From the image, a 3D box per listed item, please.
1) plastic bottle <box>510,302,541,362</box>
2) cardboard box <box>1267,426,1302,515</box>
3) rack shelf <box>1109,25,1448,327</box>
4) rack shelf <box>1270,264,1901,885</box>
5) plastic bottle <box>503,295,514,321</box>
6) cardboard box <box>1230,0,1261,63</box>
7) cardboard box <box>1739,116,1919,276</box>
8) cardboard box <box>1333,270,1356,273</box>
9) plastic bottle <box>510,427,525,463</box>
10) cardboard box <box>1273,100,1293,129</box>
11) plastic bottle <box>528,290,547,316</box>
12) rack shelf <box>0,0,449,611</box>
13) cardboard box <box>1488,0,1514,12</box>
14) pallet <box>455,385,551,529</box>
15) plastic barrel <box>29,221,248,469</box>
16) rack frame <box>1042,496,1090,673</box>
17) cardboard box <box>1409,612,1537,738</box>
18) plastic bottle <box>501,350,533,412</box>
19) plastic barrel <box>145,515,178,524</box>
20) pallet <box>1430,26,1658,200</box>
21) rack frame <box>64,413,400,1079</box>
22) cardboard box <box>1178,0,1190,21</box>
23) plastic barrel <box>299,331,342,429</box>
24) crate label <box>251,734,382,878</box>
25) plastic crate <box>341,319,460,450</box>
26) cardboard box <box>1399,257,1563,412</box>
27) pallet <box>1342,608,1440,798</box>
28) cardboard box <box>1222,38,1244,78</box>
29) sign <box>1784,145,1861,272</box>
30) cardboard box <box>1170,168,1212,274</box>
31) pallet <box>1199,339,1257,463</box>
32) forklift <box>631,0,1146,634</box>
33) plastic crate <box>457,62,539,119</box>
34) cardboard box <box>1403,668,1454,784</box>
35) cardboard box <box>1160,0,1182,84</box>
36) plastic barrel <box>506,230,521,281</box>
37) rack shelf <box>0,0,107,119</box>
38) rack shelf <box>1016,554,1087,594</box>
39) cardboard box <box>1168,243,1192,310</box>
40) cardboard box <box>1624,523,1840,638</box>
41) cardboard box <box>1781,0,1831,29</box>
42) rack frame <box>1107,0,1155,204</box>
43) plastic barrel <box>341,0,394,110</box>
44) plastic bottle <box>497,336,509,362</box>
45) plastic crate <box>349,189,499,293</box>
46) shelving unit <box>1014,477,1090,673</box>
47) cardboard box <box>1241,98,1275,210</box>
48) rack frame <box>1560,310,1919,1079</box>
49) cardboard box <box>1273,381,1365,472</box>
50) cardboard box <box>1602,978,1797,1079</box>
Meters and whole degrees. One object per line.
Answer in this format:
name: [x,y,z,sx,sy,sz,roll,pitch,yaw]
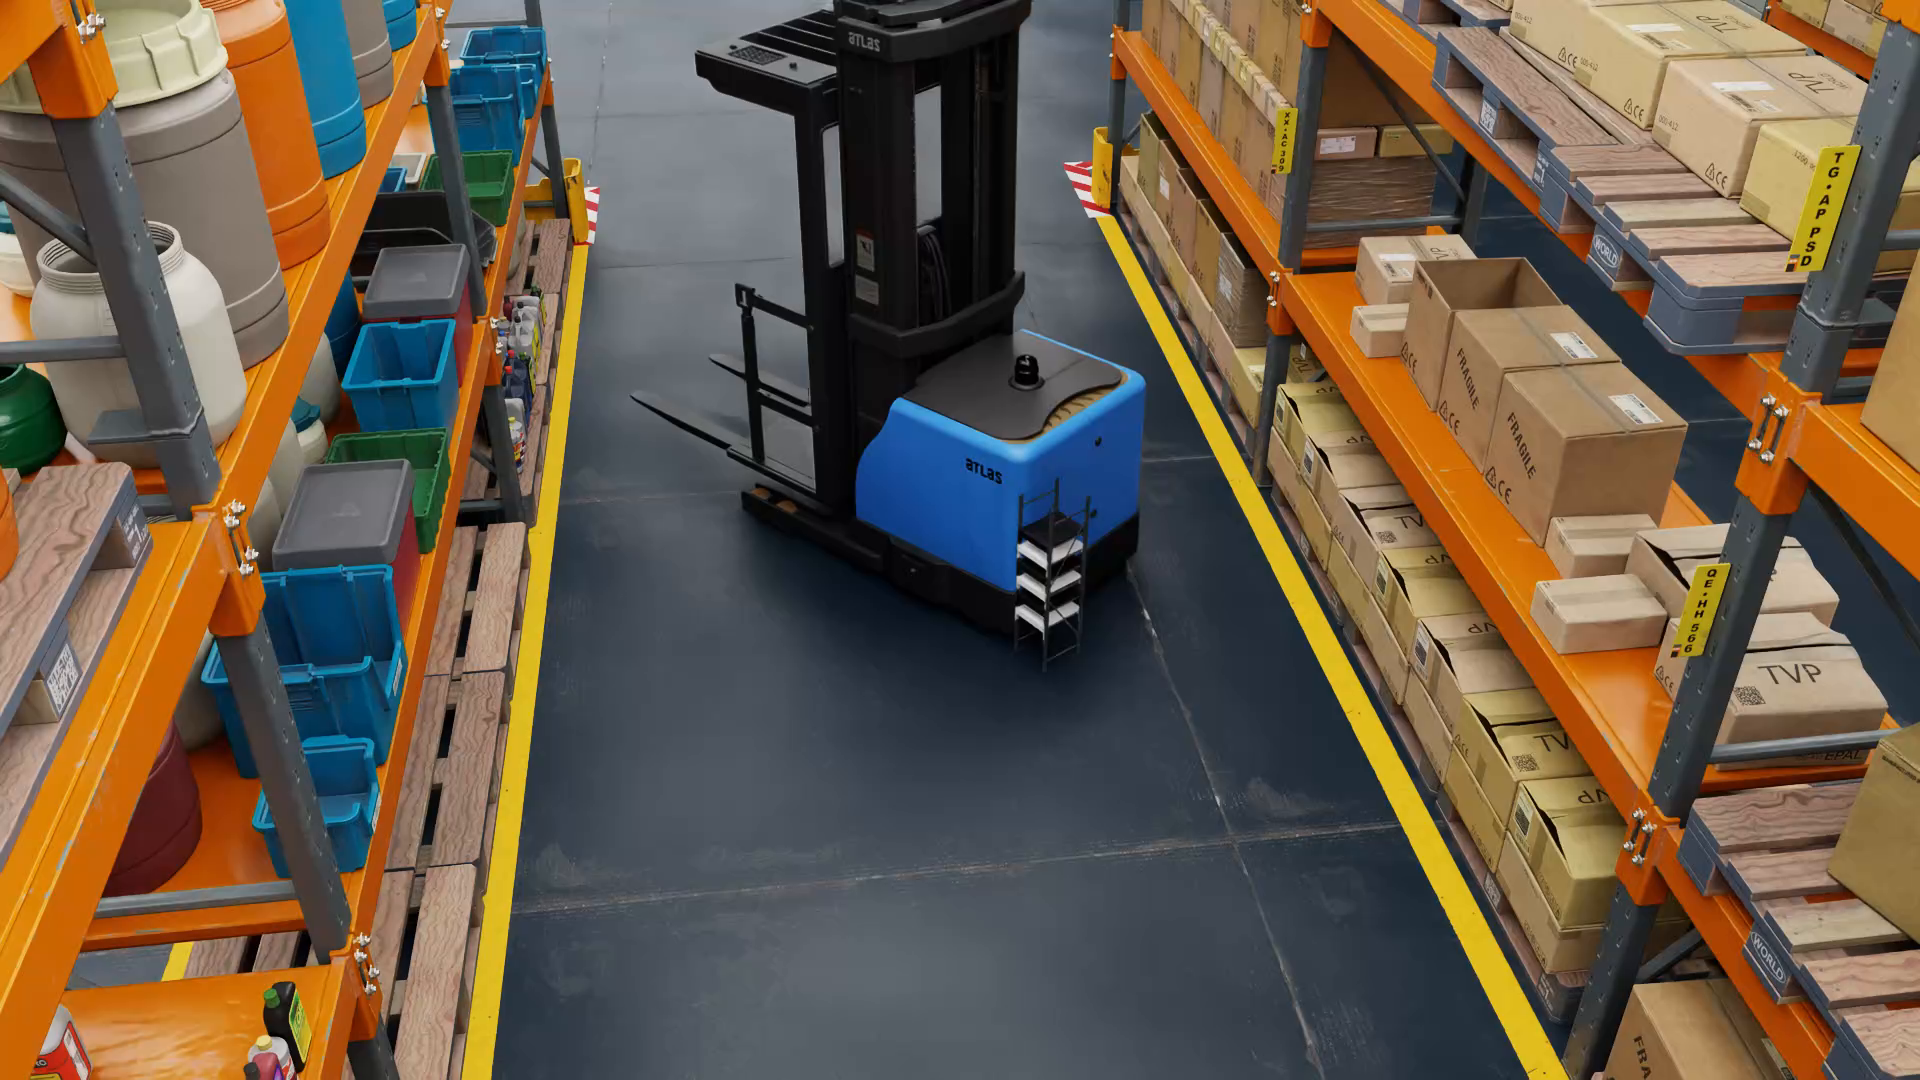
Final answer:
plastic bottle: [-2.586,-1.236,9.861,0.144,0.351,0.185,-3,34,-4]
cardboard box: [1.937,-0.387,8.723,0.500,0.250,0.500,-5,35,-8]
rack shelf: [1.859,-2.412,10.265,1.077,0.370,4.000,-4,35,-6]
rack shelf: [2.397,-0.180,6.989,1.077,0.370,4.000,-4,35,-6]
plastic bottle: [-2.736,-1.369,10.116,0.061,0.283,0.133,-4,35,-6]
cardboard box: [1.926,-2.979,9.217,0.700,0.500,0.500,-4,35,-6]
cardboard box: [2.549,-0.961,4.593,0.500,0.250,0.500,-7,35,-10]
cardboard box: [2.376,-1.223,9.284,0.500,0.500,0.500,-4,35,-6]
plastic bottle: [-2.403,-0.513,8.934,0.097,0.201,0.097,0,34,0]
cardboard box: [1.848,-2.176,8.615,0.380,0.149,0.250,-5,35,-7]
plastic bottle: [-2.637,-1.486,10.361,0.097,0.201,0.097,0,34,0]
rack shelf: [-2.512,-1.046,5.597,1.077,0.370,4.000,-4,35,-6]
cardboard box: [2.278,-2.293,6.548,0.500,0.250,0.500,-8,35,-11]
pallet: [-2.830,-0.446,9.217,1.003,0.211,1.213,-4,35,-6]
plastic barrel: [-1.981,-0.470,4.014,0.421,0.512,0.421,0,34,0]
rack frame: [0.485,0.216,7.634,0.240,0.900,0.006,-25,42,-32]
cardboard box: [2.210,0.525,6.887,0.500,0.311,0.500,-5,35,-7]
plastic bottle: [-2.503,-0.895,9.361,0.144,0.351,0.185,-6,35,-8]
plastic barrel: [-2.649,0.173,5.734,0.421,0.512,0.421,0,34,0]
pallet: [2.333,-1.518,5.819,1.003,0.211,1.213,-3,34,-4]
rack frame: [-2.243,1.012,4.601,1.000,3.000,0.127,-4,35,-6]
cardboard box: [1.570,-3.323,10.298,0.380,0.149,0.250,-5,35,-8]
plastic barrel: [-2.869,-0.726,7.031,0.433,0.535,0.433,0,34,0]
crate label: [-1.928,0.818,5.035,0.303,0.233,0.416,-4,35,-6]
plastic crate: [-2.324,-0.622,7.013,0.392,0.384,0.575,-4,35,-6]
cardboard box: [2.286,-0.911,7.334,0.500,0.500,0.500,-2,34,-3]
pallet: [2.433,0.650,7.609,1.003,0.211,1.213,-4,35,-6]
cardboard box: [1.710,-2.747,9.452,0.380,0.149,0.250,-3,34,-5]
sign: [2.115,-0.810,4.081,0.100,0.325,0.005,-4,35,-6]
cardboard box: [1.641,-2.019,10.452,0.500,0.500,0.500,-4,35,-6]
pallet: [2.063,-0.888,9.865,1.003,0.211,1.213,-4,35,-6]
forklift: [-0.534,-1.454,8.281,3.031,2.935,1.130,26,42,32]
plastic crate: [-2.873,-2.771,10.285,0.499,0.251,0.408,-4,35,-6]
cardboard box: [2.216,0.758,7.042,0.500,0.250,0.500,-4,34,-5]
cardboard box: [1.716,-3.313,10.858,0.700,0.500,0.500,-4,34,-5]
plastic barrel: [-3.087,-1.957,10.794,0.421,0.512,0.421,0,34,0]
rack shelf: [-1.974,0.112,1.590,1.077,0.370,4.000,-4,35,-6]
rack shelf: [0.421,0.124,7.666,0.258,0.077,0.200,-25,42,-32]
cardboard box: [1.642,-1.709,10.663,0.500,0.250,0.500,-4,35,-6]
cardboard box: [2.738,0.162,5.928,0.500,0.311,0.500,-5,35,-7]
cardboard box: [6.249,-3.853,11.855,0.500,0.250,0.500,-5,35,-8]
rack frame: [1.590,-3.825,11.700,1.000,3.000,0.127,-4,35,-6]
plastic barrel: [-2.409,-2.035,5.963,0.600,0.901,0.600,0,34,0]
plastic bottle: [-2.704,-1.076,9.693,0.152,0.276,0.135,-4,35,-6]
plastic crate: [-2.725,-1.496,8.337,0.767,0.338,0.504,-4,35,-6]
shelving unit: [0.420,0.170,7.698,0.258,0.900,0.210,-25,42,-32]
cardboard box: [1.985,-2.176,9.190,0.700,0.500,0.500,-5,35,-7]
rack frame: [2.666,0.639,5.149,1.000,3.000,0.127,-4,35,-6]
cardboard box: [1.937,-0.613,8.556,0.500,0.311,0.500,-4,35,-6]
cardboard box: [2.444,1.766,5.324,0.500,0.500,0.500,-3,34,-4]
